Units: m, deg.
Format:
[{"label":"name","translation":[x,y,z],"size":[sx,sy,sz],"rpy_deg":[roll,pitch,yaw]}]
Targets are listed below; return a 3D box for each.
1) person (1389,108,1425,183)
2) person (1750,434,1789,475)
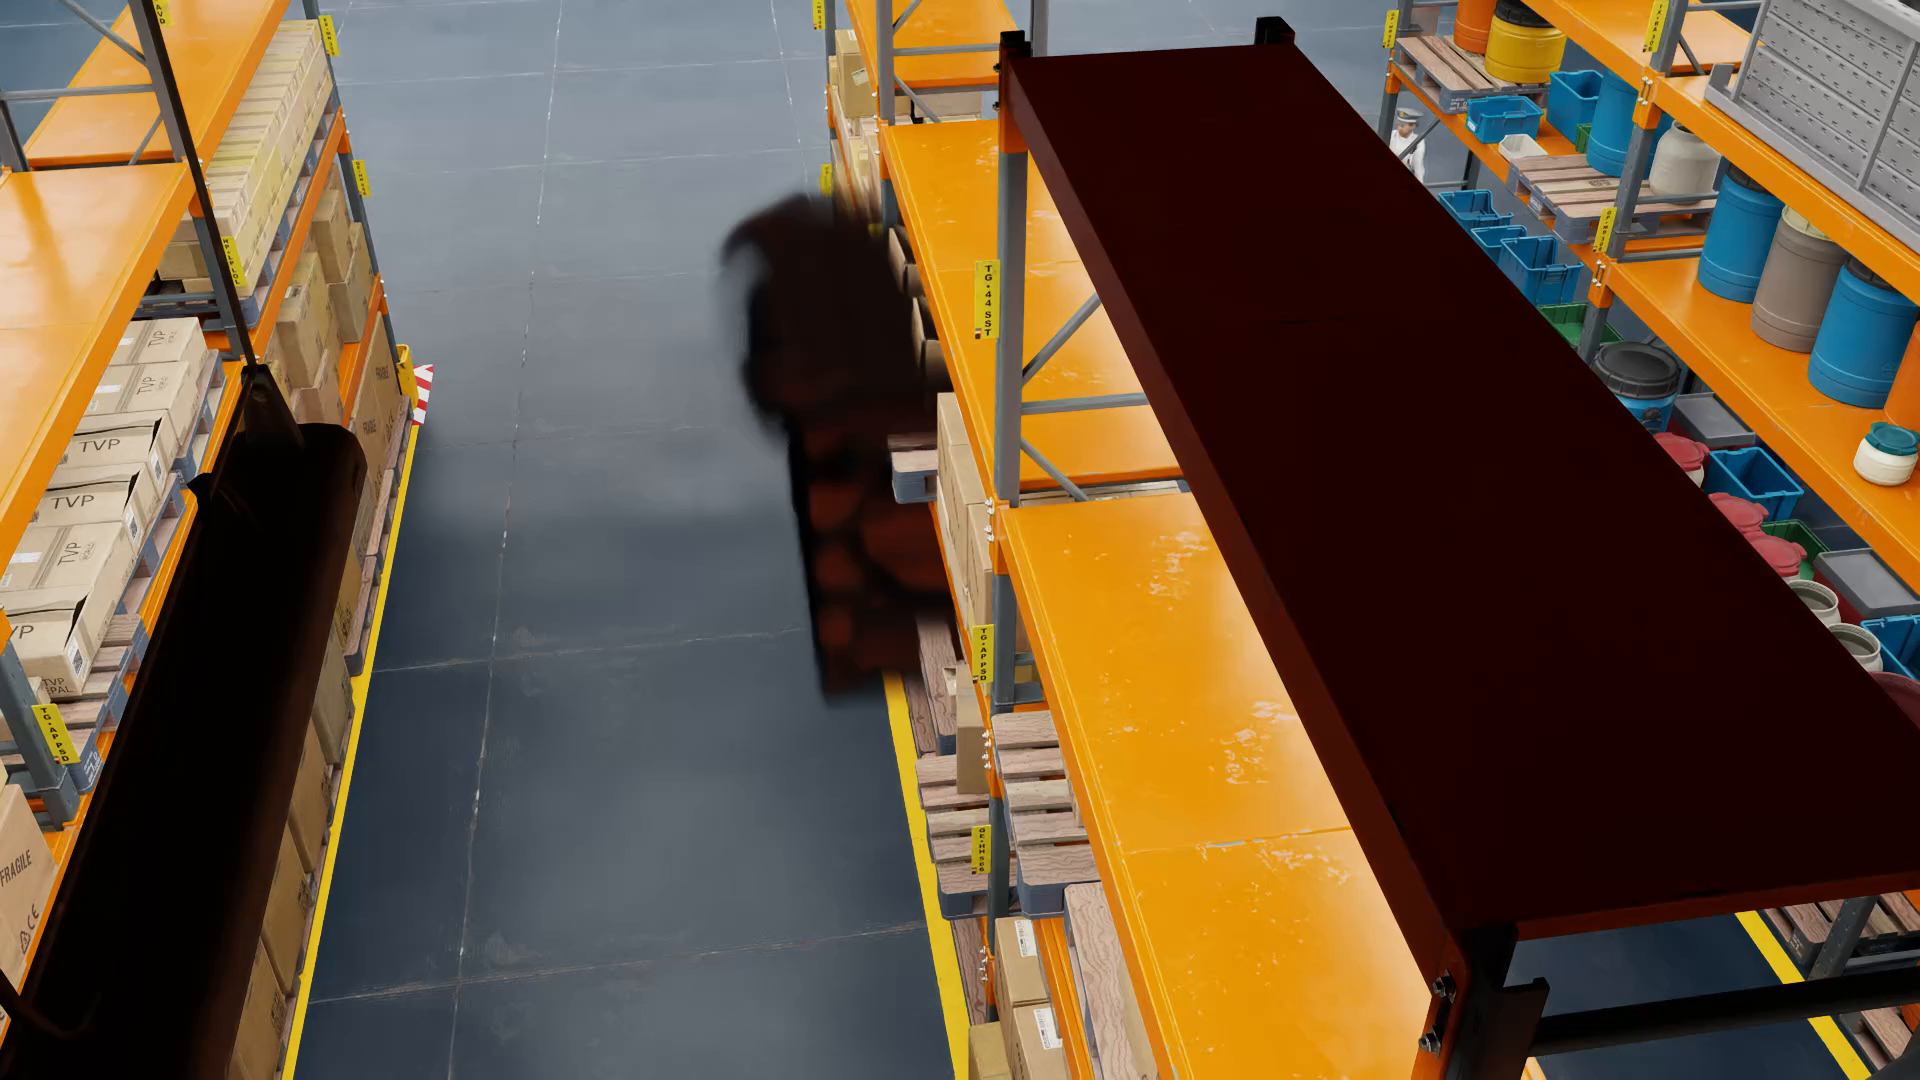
[{"label":"person","translation":[4.418,-3.590,16.917],"size":[0.583,1.676,0.416],"rpy_deg":[9,37,12]},{"label":"person","translation":[6.591,-0.957,13.425],"size":[0.521,1.693,0.480],"rpy_deg":[12,38,16]}]
